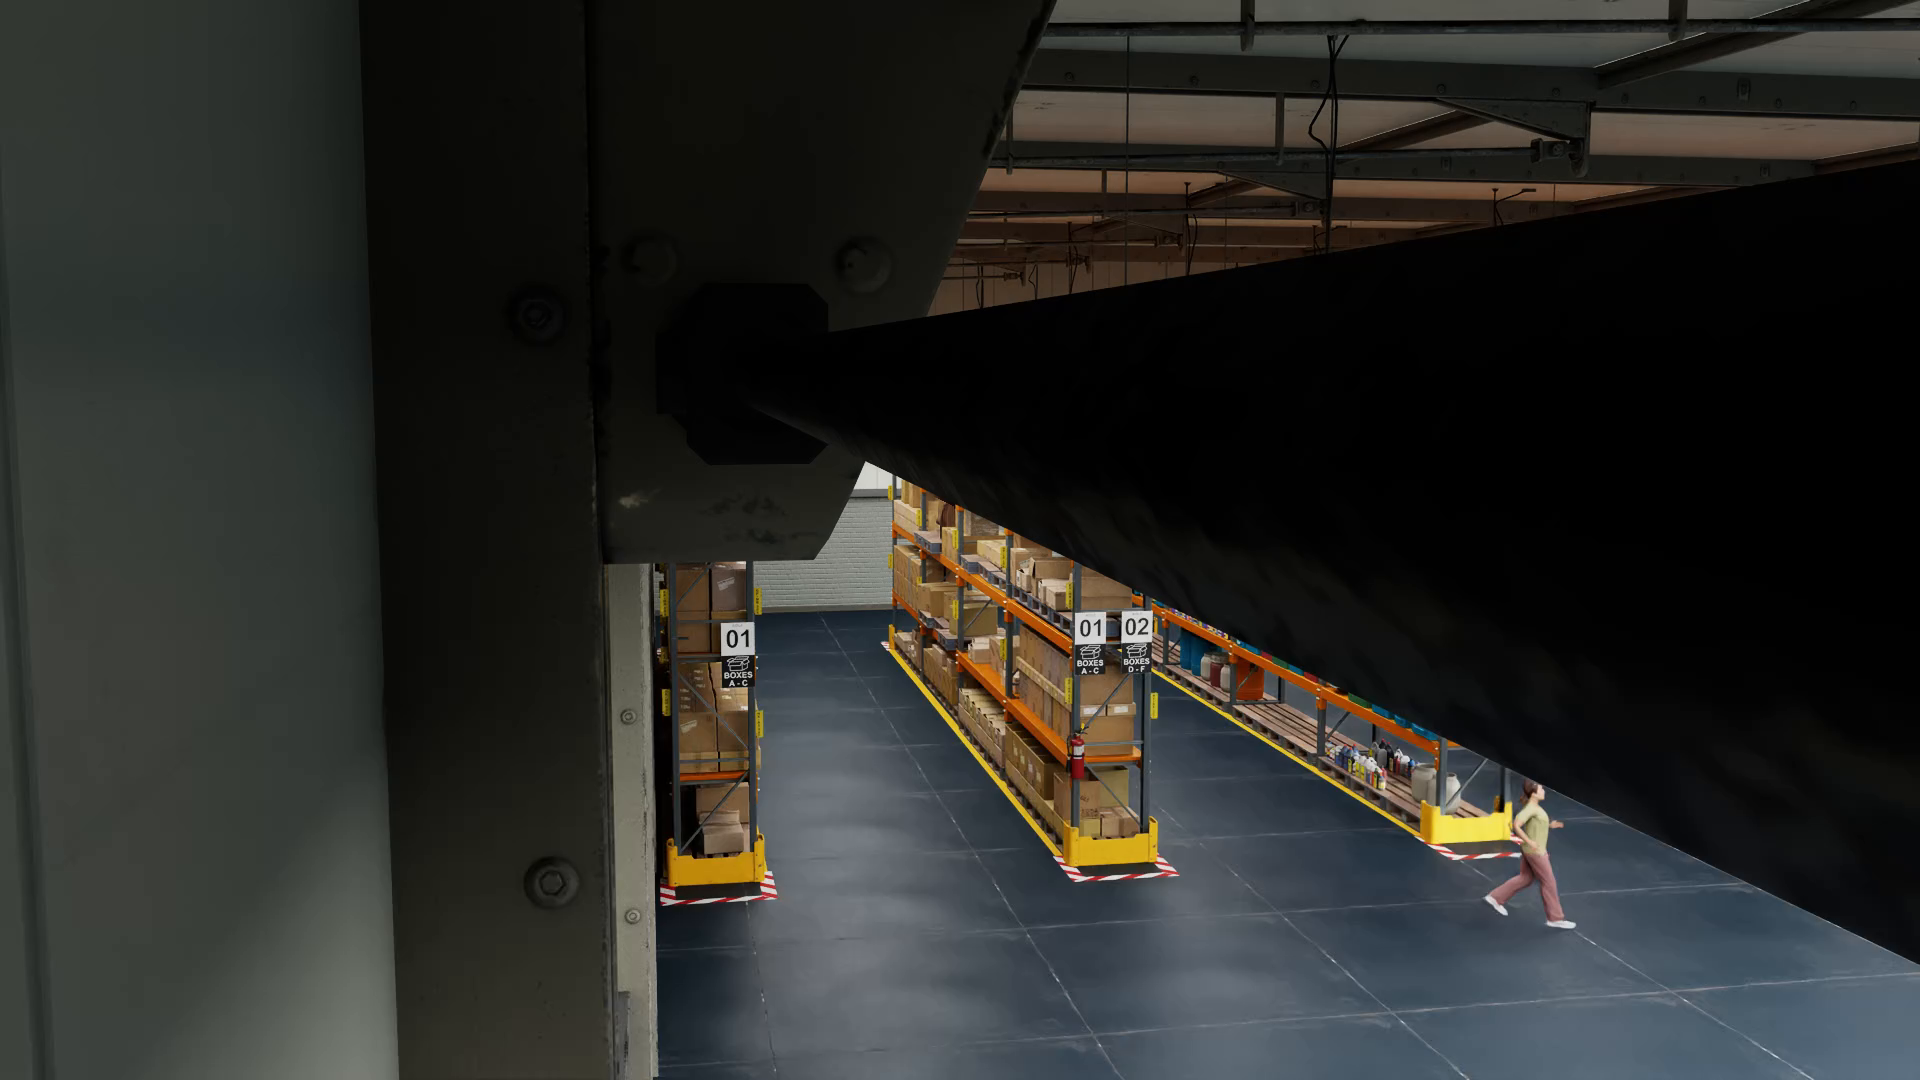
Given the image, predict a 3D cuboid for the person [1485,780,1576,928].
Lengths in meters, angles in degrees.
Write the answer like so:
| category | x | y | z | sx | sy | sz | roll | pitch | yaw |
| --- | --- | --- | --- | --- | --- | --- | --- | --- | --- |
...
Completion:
| category | x | y | z | sx | sy | sz | roll | pitch | yaw |
| --- | --- | --- | --- | --- | --- | --- | --- | --- | --- |
| person | 6.384 | 3.477 | 18.551 | 0.968 | 1.648 | 0.577 | 1 | 6 | 13 |
